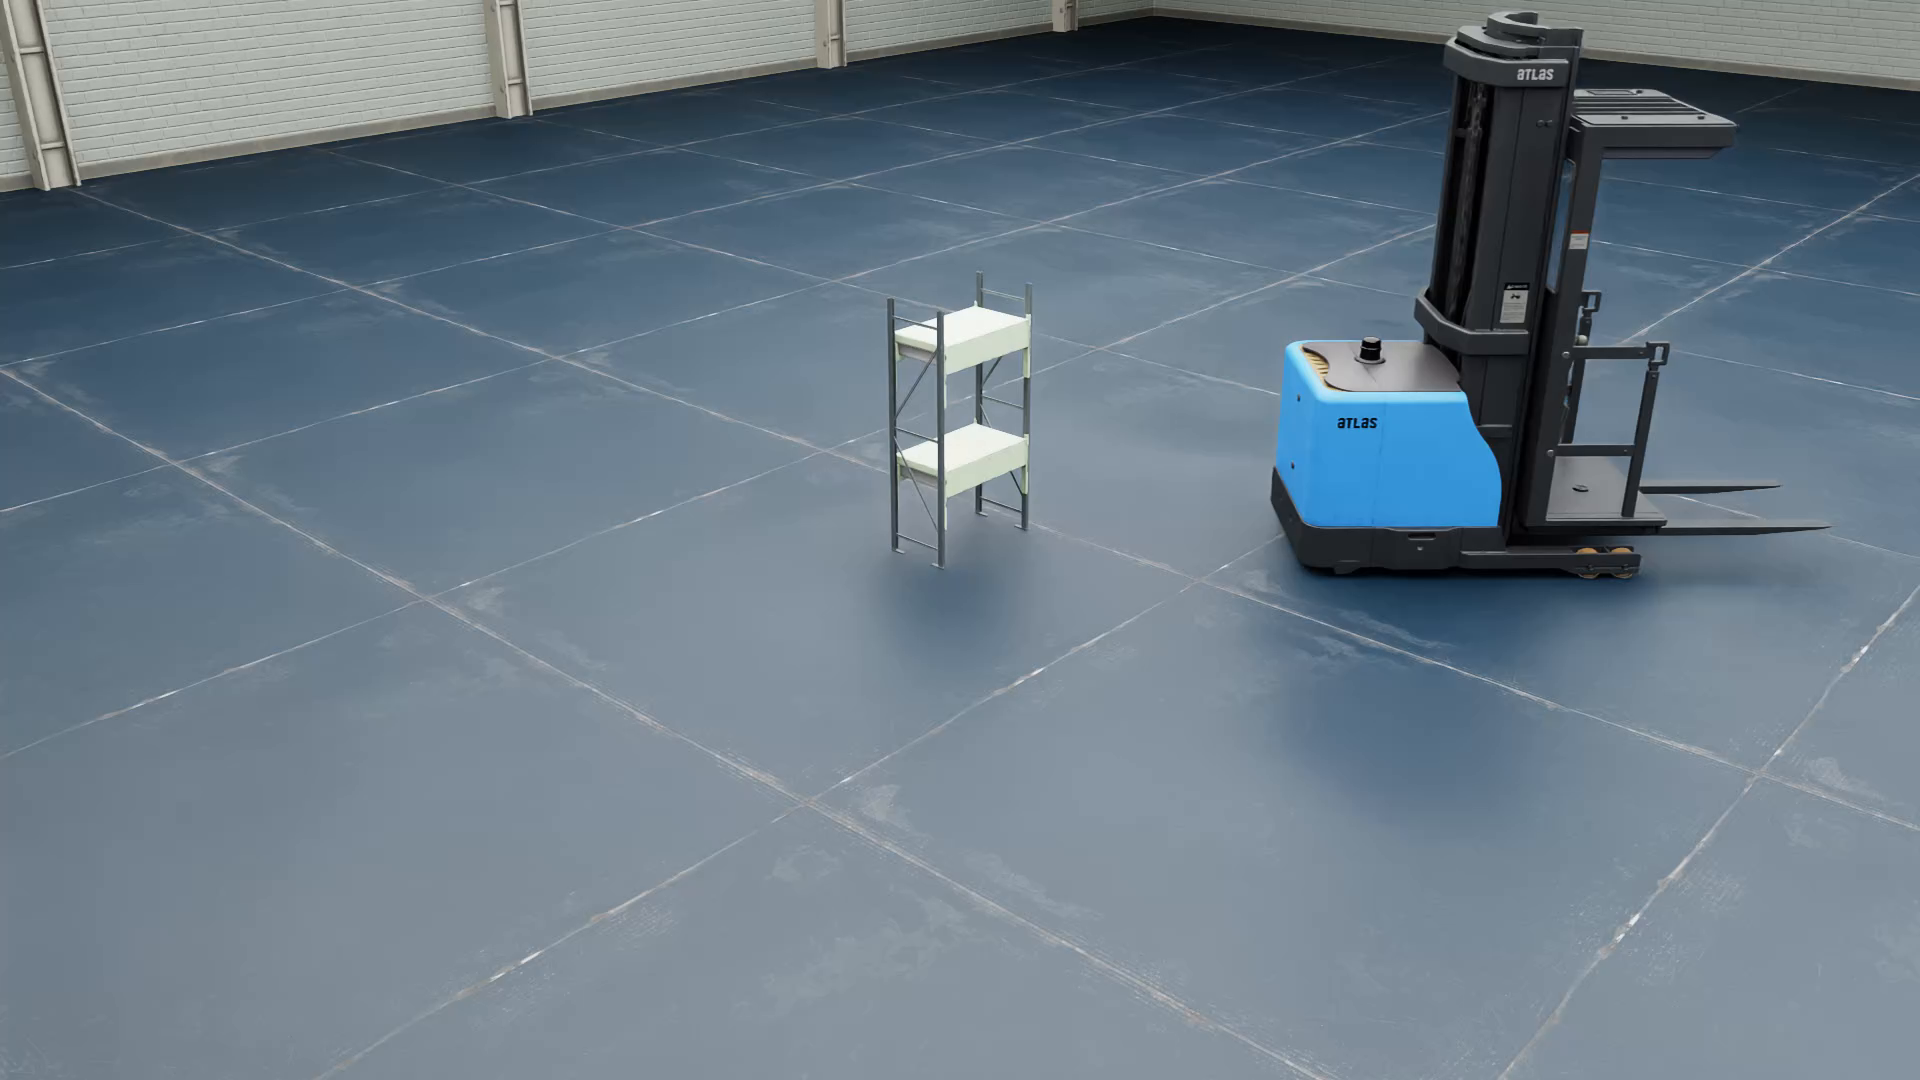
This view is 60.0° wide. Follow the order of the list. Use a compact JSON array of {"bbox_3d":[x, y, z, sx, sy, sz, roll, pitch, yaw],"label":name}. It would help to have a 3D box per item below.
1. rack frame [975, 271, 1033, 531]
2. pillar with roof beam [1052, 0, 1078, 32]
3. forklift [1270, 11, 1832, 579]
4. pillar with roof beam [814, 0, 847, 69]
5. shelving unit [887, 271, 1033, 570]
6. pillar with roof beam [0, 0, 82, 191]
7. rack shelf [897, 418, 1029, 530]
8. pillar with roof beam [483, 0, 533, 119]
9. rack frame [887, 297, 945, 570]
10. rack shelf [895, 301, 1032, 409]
[{"bbox_3d":[0.249,-0.798,9.696,0.400,1.500,0.023,20,31,38],"label":"rack frame"},{"bbox_3d":[5.145,-12.370,26.340,9.100,9.000,0.400,20,31,38],"label":"pillar with roof beam"},{"bbox_3d":[3.405,-1.341,9.157,3.031,2.935,1.130,0,24,-1],"label":"forklift"},{"bbox_3d":[1.140,-10.542,22.263,9.100,9.000,0.400,20,31,38],"label":"pillar with roof beam"},{"bbox_3d":[0.004,-0.686,9.448,0.431,1.500,0.755,20,31,38],"label":"shelving unit"},{"bbox_3d":[-6.869,-6.886,14.109,9.100,9.000,0.400,20,31,38],"label":"pillar with roof beam"},{"bbox_3d":[0.004,-0.389,9.581,0.431,0.370,0.720,20,31,38],"label":"rack shelf"},{"bbox_3d":[-2.864,-8.714,18.186,9.100,9.000,0.400,20,31,38],"label":"pillar with roof beam"},{"bbox_3d":[-0.240,-0.575,9.199,0.400,1.500,0.023,20,31,38],"label":"rack frame"},{"bbox_3d":[0.004,-1.042,9.288,0.431,0.370,0.720,20,31,38],"label":"rack shelf"}]
